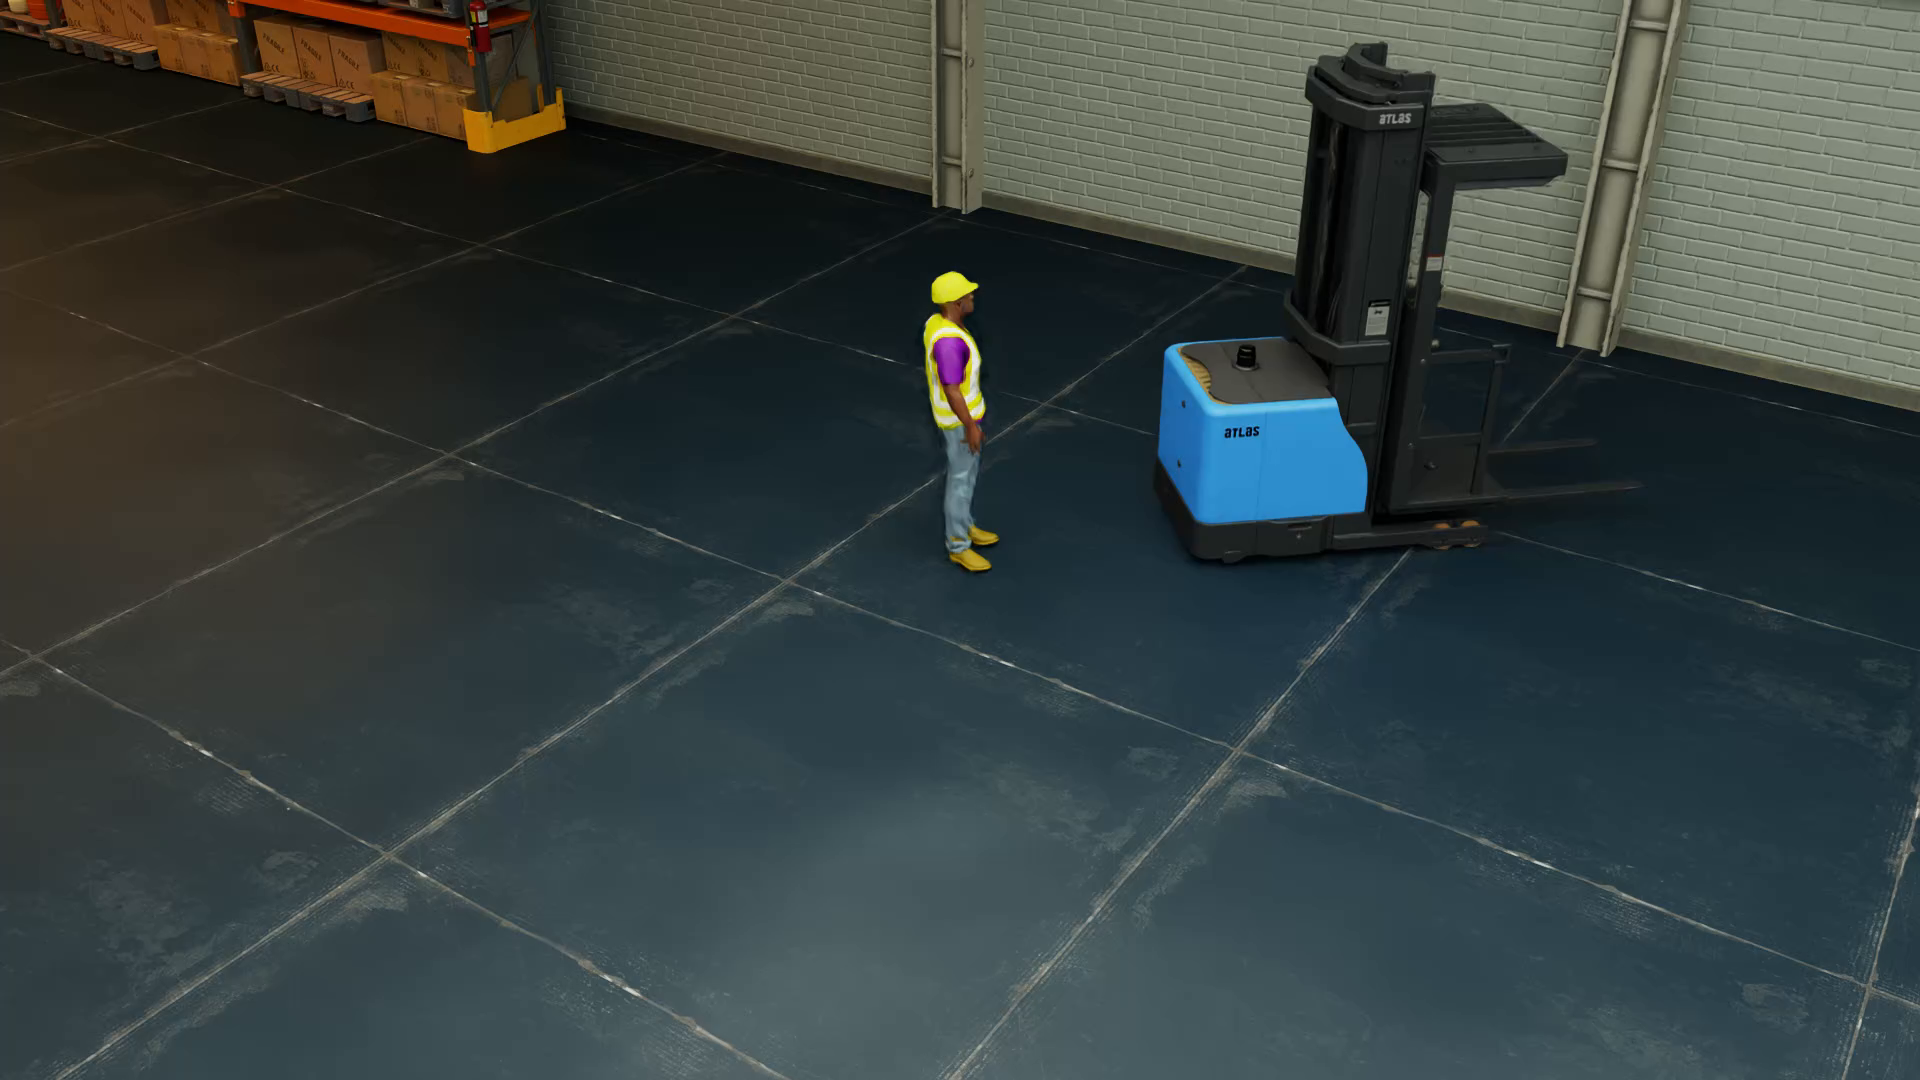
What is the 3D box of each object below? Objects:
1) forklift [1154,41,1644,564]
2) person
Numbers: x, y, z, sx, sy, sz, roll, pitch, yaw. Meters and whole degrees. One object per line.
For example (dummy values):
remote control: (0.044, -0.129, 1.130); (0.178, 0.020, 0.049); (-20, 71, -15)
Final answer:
forklift: (2.840, -1.463, 10.100); (3.031, 2.935, 1.130); (-5, 30, -8)
person: (0.019, -0.744, 10.014); (0.444, 1.768, 0.765); (-5, 30, -8)
